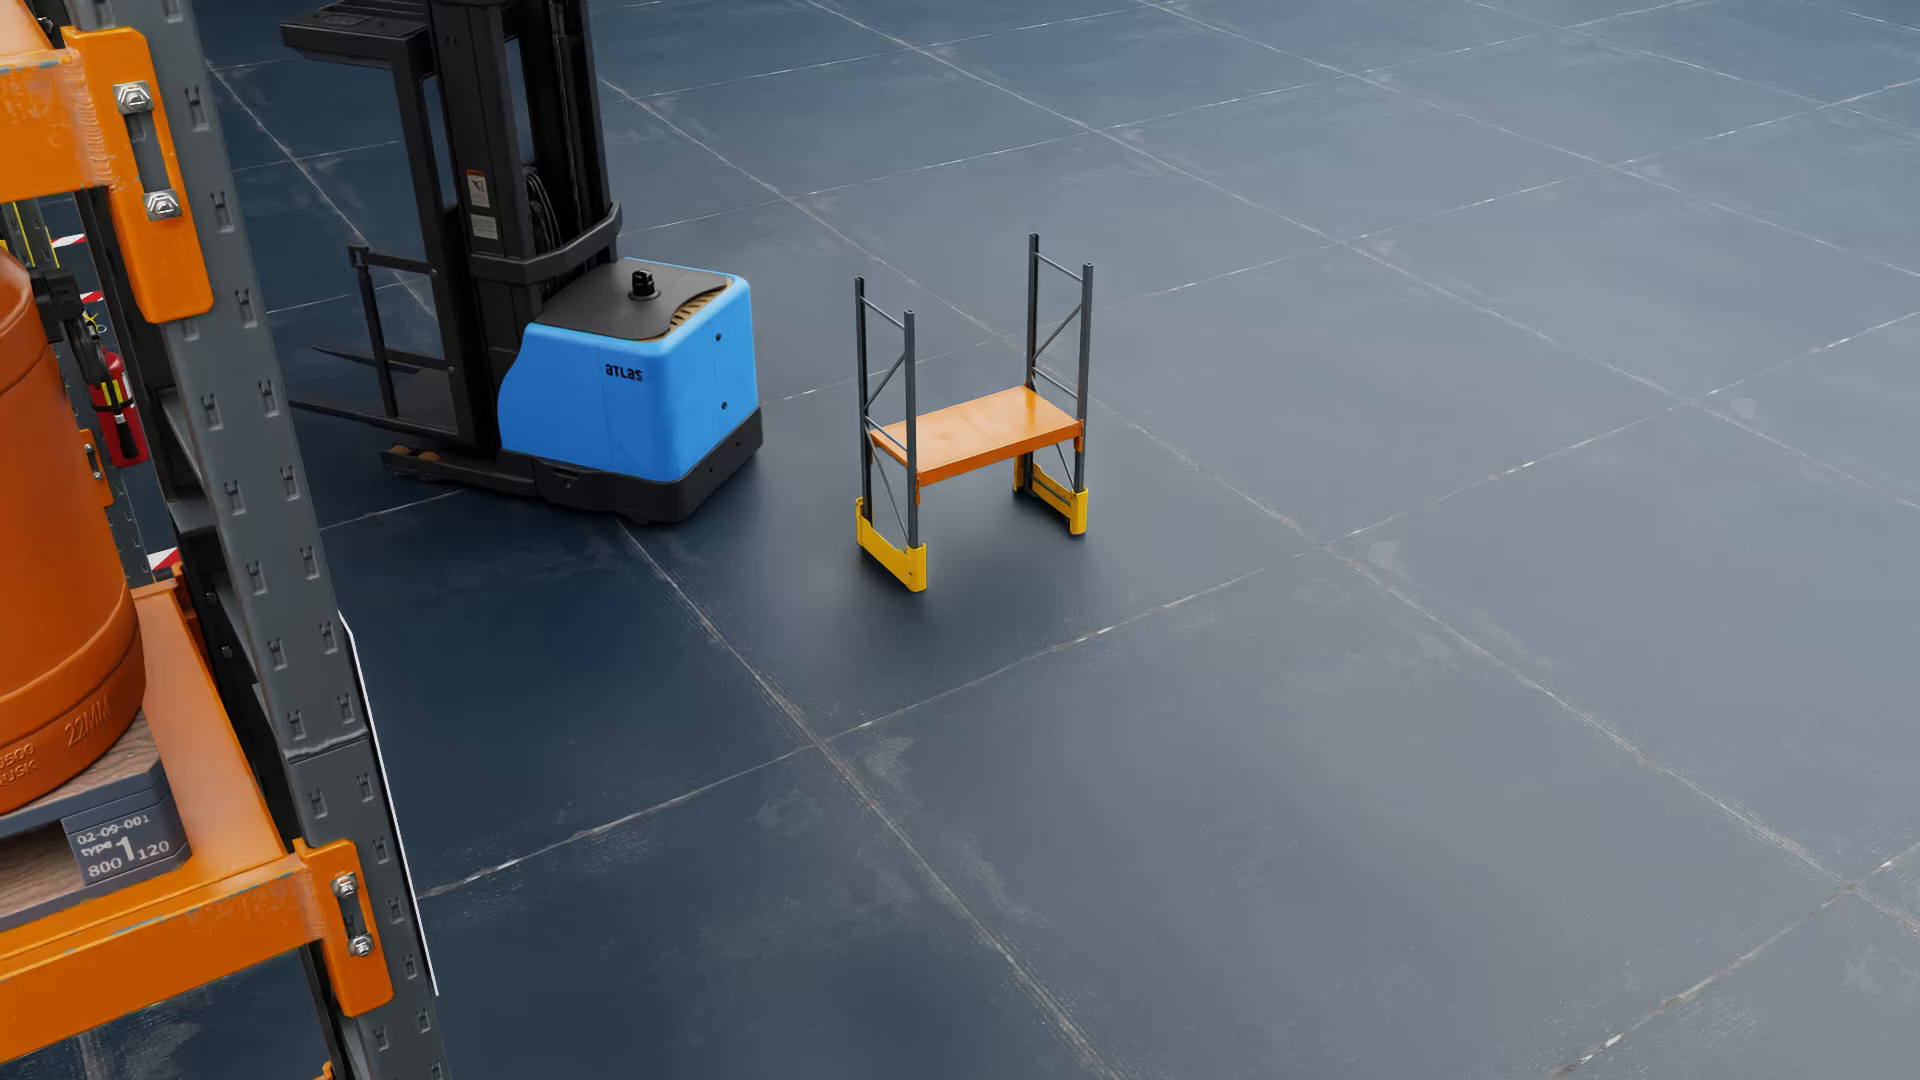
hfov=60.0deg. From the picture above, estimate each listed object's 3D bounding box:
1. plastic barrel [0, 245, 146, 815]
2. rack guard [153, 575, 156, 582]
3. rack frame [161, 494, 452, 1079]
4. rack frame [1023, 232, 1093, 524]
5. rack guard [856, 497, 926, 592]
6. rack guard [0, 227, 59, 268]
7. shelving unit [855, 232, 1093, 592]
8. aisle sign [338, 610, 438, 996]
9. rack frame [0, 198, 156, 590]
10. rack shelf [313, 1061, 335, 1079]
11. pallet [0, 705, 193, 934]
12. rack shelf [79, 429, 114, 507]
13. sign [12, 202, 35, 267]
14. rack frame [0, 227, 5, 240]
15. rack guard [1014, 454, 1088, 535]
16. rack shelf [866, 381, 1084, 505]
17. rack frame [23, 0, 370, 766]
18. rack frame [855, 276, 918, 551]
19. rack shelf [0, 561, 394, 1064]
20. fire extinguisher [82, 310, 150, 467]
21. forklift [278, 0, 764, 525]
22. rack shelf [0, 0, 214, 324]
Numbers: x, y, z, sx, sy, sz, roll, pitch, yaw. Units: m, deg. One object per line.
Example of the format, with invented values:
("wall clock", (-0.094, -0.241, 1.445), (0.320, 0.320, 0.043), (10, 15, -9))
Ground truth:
("plastic barrel", (-1.597, -0.055, 2.418), (0.708, 0.830, 0.600), (-19, 37, -27))
("rack guard", (-4.004, 0.234, 7.911), (0.348, 0.500, 1.175), (-19, 37, -27))
("rack frame", (-1.257, 1.376, 3.758), (0.127, 3.000, 1.000), (-19, 37, -27))
("rack frame", (0.499, -0.806, 8.622), (0.032, 1.500, 0.500), (-19, 37, -27))
("rack guard", (-0.355, 0.016, 8.490), (0.087, 0.250, 0.587), (-19, 37, -27))
("rack guard", (-6.523, -2.049, 11.529), (0.348, 0.500, 1.175), (-19, 37, -27))
("shelving unit", (0.064, -0.656, 8.385), (1.083, 1.500, 0.587), (-19, 37, -27))
("aisle sign", (-1.036, 0.388, 2.886), (0.004, 0.787, 0.394), (-19, 37, -27))
("rack frame", (-3.941, -0.845, 7.279), (0.127, 3.000, 1.000), (-19, 37, -27))
("rack shelf", (-2.938, 2.258, 3.033), (4.000, 0.370, 1.077), (-19, 37, -27))
("pallet", (-2.005, 0.382, 2.698), (1.213, 0.211, 1.003), (-19, 37, -27))
("rack shelf", (-5.622, 0.037, 6.554), (4.000, 0.370, 1.077), (-19, 37, -27))
("sign", (-3.657, -1.214, 6.482), (0.005, 0.325, 0.100), (-19, 37, -27))
("rack frame", (-6.543, -3.099, 10.851), (0.127, 3.000, 1.000), (-19, 37, -27))
("rack guard", (0.483, -0.272, 8.946), (0.087, 0.250, 0.587), (-19, 37, -27))
("rack shelf", (0.072, -0.507, 8.485), (1.000, 0.185, 0.538), (-19, 37, -27))
("rack frame", (-1.257, -1.162, 2.157), (0.127, 3.000, 1.000), (-19, 37, -27))
("rack frame", (-0.356, -0.512, 8.156), (0.032, 1.500, 0.500), (-19, 37, -27))
("rack shelf", (-2.938, 0.989, 2.233), (4.000, 0.370, 1.077), (-19, 37, -27))
("fire extinguisher", (-3.595, -0.639, 7.024), (0.183, 0.674, 0.296), (-19, 37, -27))
("forklift", (-2.693, -1.810, 8.872), (3.031, 2.935, 1.130), (12, 34, 18))
("rack shelf", (-2.938, -0.110, 1.539), (4.000, 0.370, 1.077), (-19, 37, -27))
